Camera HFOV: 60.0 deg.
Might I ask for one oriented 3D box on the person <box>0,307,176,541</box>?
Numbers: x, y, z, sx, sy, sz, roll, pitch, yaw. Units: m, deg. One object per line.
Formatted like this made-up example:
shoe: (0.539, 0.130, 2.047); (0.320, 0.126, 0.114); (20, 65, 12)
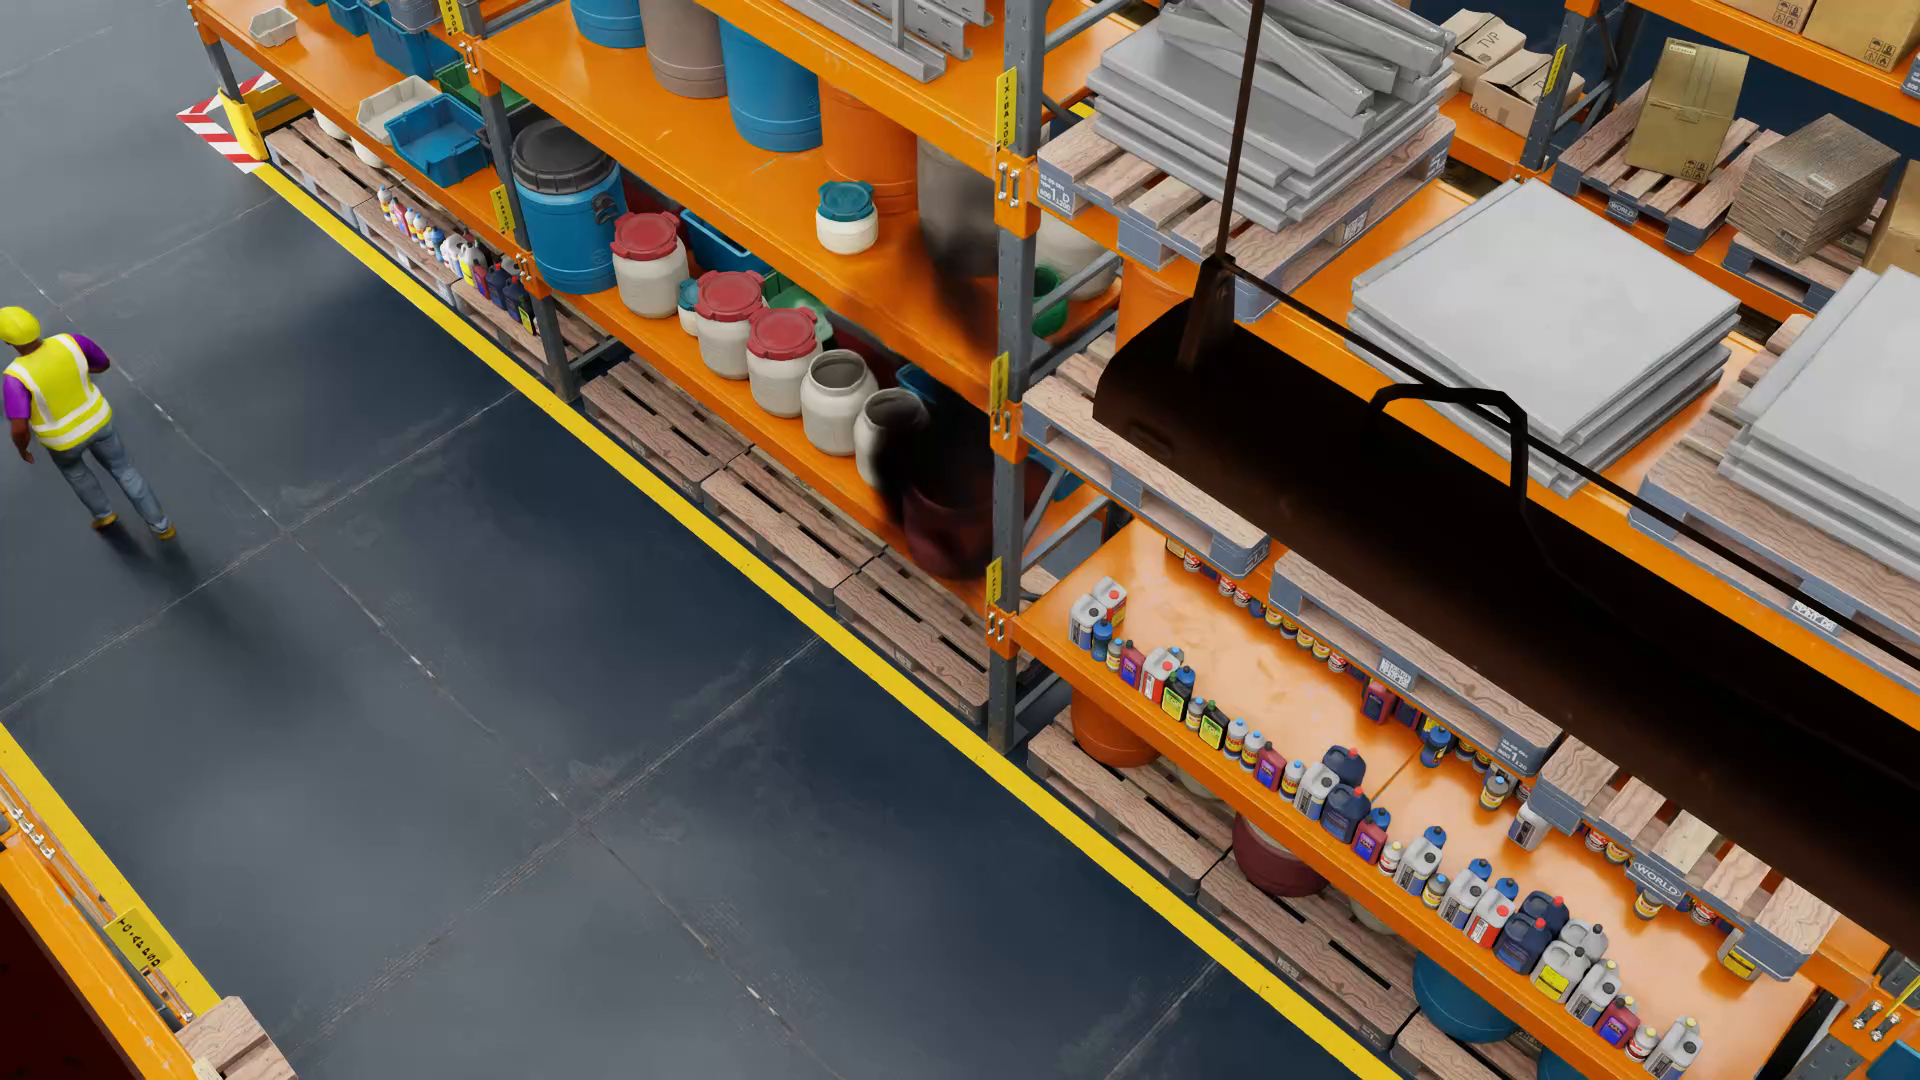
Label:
person: (-5.197, -0.637, 9.795); (0.757, 1.847, 0.724); (33, 57, 24)
